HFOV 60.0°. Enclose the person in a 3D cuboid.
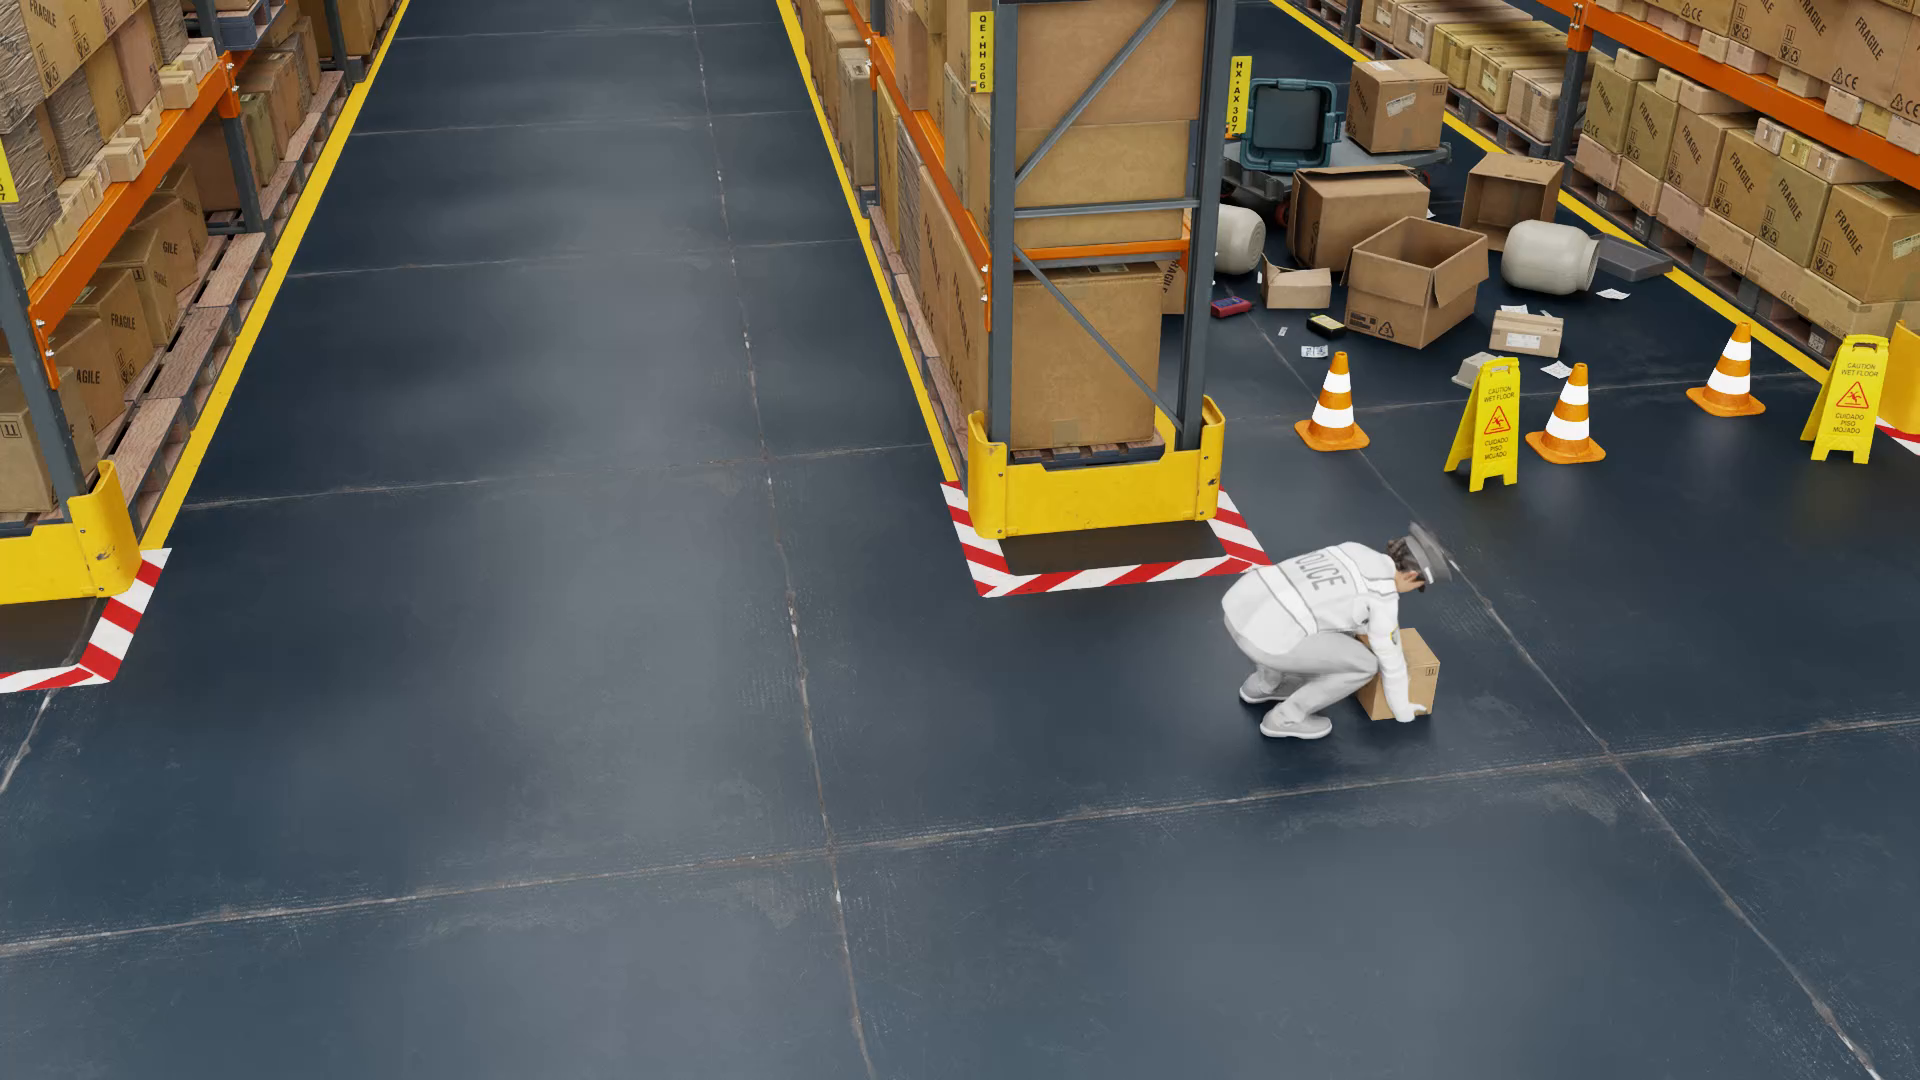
[{"bbox_3d":[1.454,0.349,6.440,0.907,0.788,0.458,-6,31,-10],"label":"person"}]
